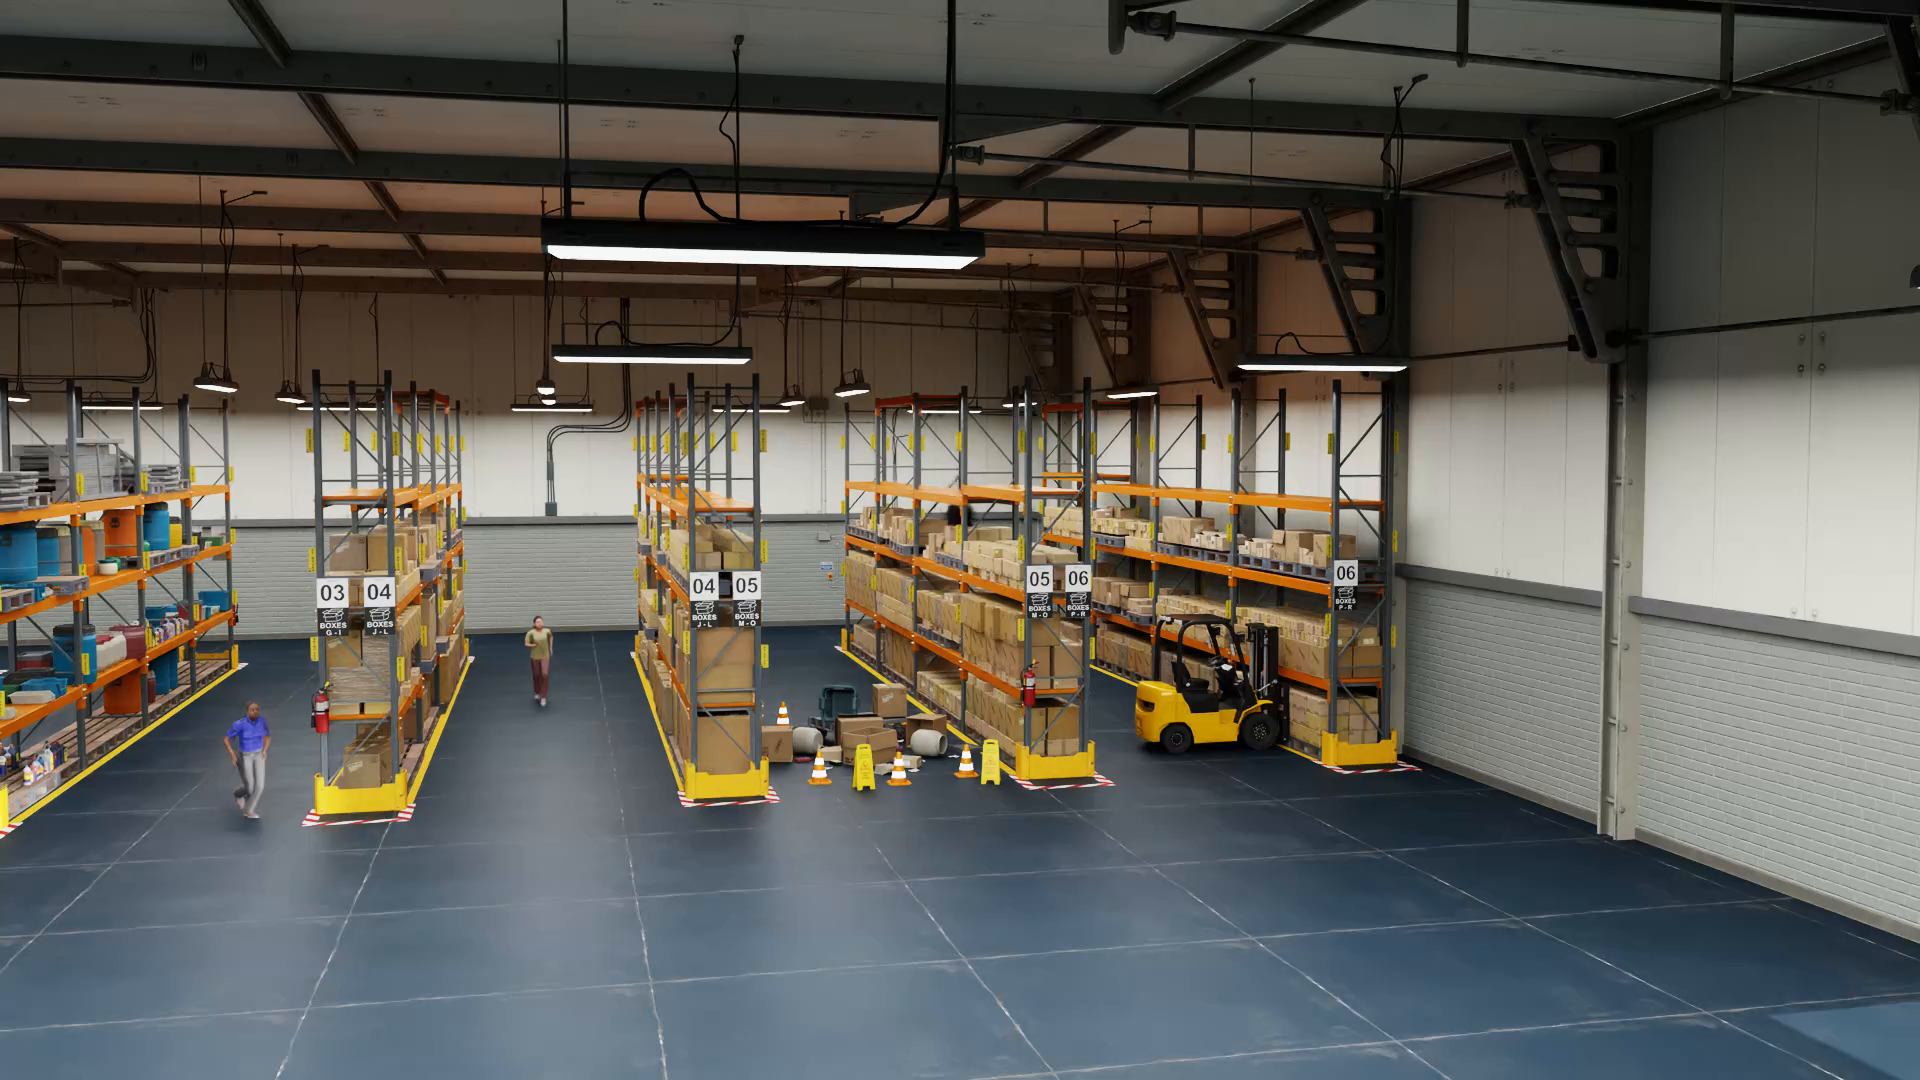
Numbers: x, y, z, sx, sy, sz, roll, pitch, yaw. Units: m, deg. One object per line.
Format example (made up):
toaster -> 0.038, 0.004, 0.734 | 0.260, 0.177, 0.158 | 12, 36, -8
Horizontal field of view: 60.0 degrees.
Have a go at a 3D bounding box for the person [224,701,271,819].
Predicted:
person -> -9.552, 2.983, 22.308 | 0.605, 1.481, 0.600 | 3, 4, 41

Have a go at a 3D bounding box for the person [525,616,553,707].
person -> -8.110, 2.308, 32.028 | 0.529, 1.718, 0.839 | -1, 3, -15
